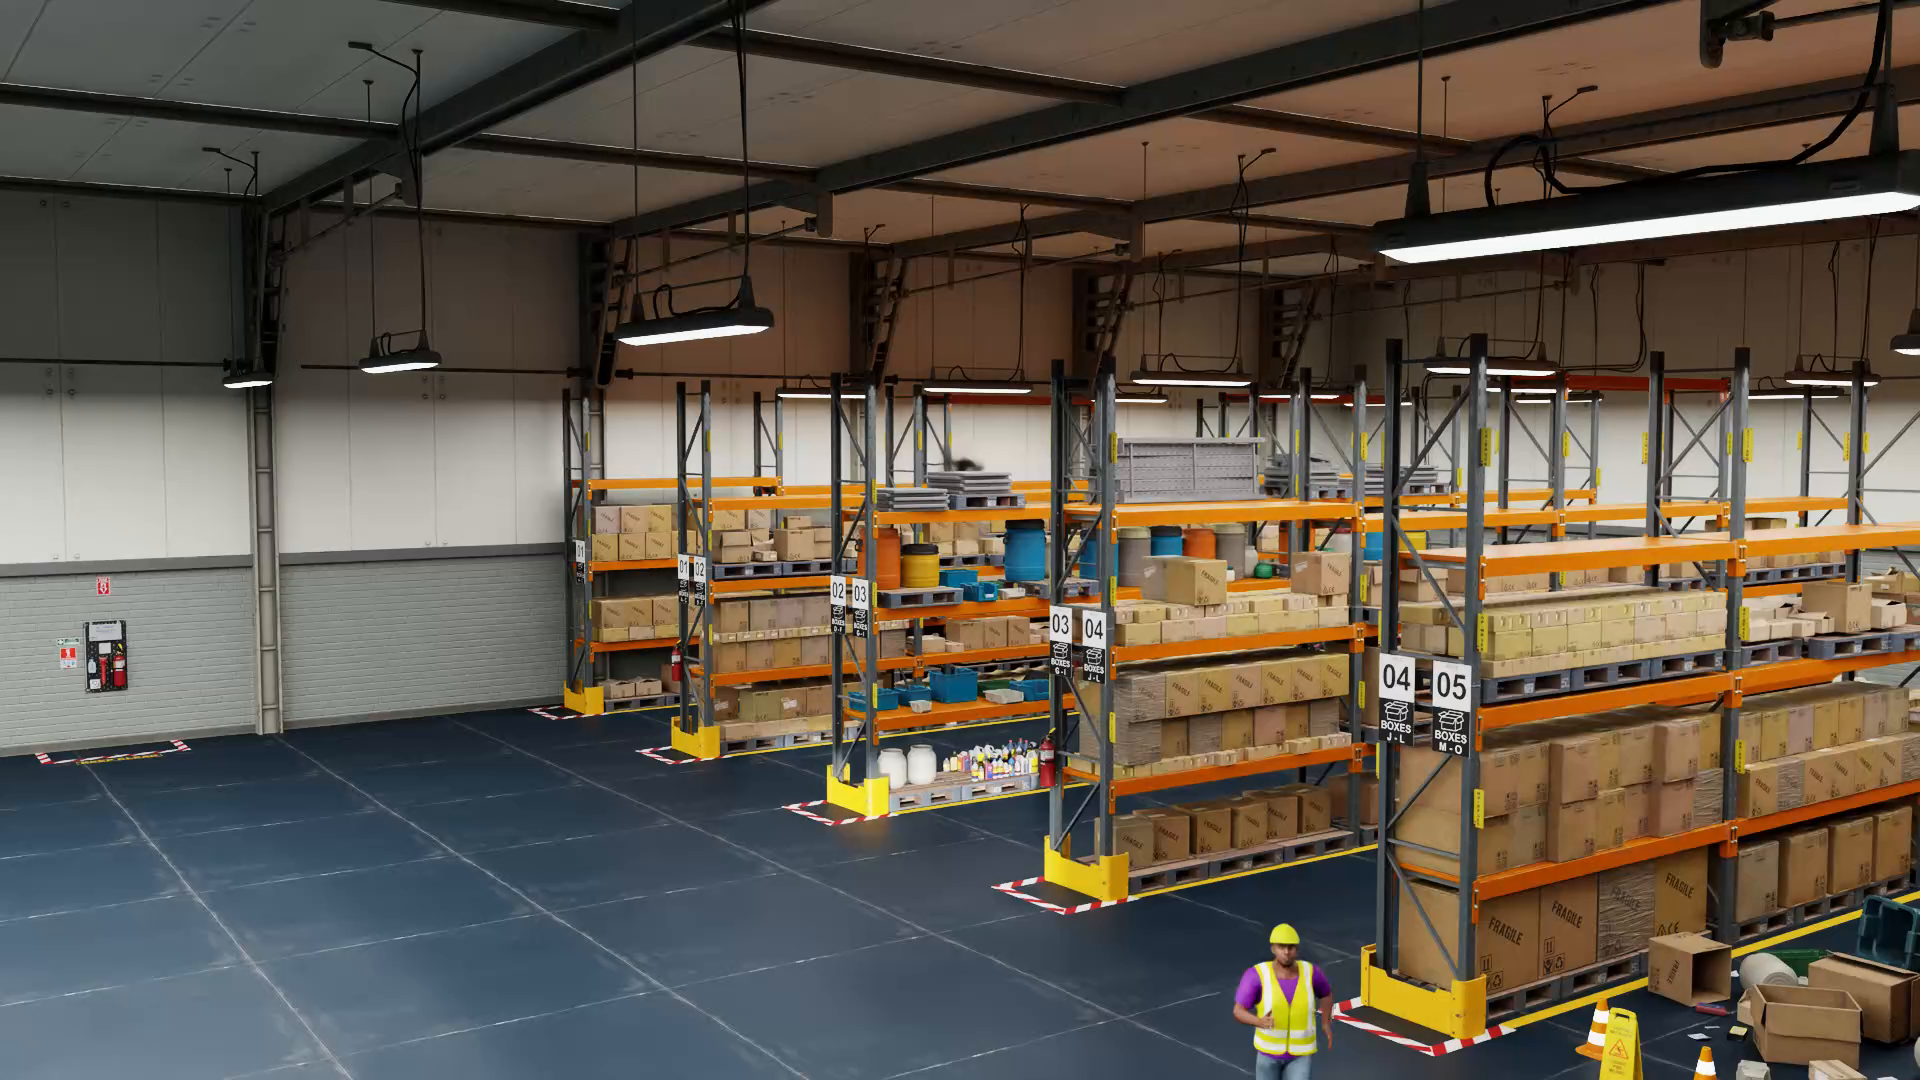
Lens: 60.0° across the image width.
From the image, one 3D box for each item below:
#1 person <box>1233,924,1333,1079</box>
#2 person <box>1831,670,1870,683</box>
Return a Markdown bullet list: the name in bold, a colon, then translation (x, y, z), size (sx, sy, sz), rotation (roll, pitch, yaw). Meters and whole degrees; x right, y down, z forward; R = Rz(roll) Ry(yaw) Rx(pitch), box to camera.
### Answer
- **person**: translation (2.248, 3.528, 11.527), size (0.713, 1.745, 0.953), rotation (0, 4, 5)
- **person**: translation (13.410, 2.670, 25.090), size (0.913, 1.797, 0.659), rotation (-3, 5, -39)
